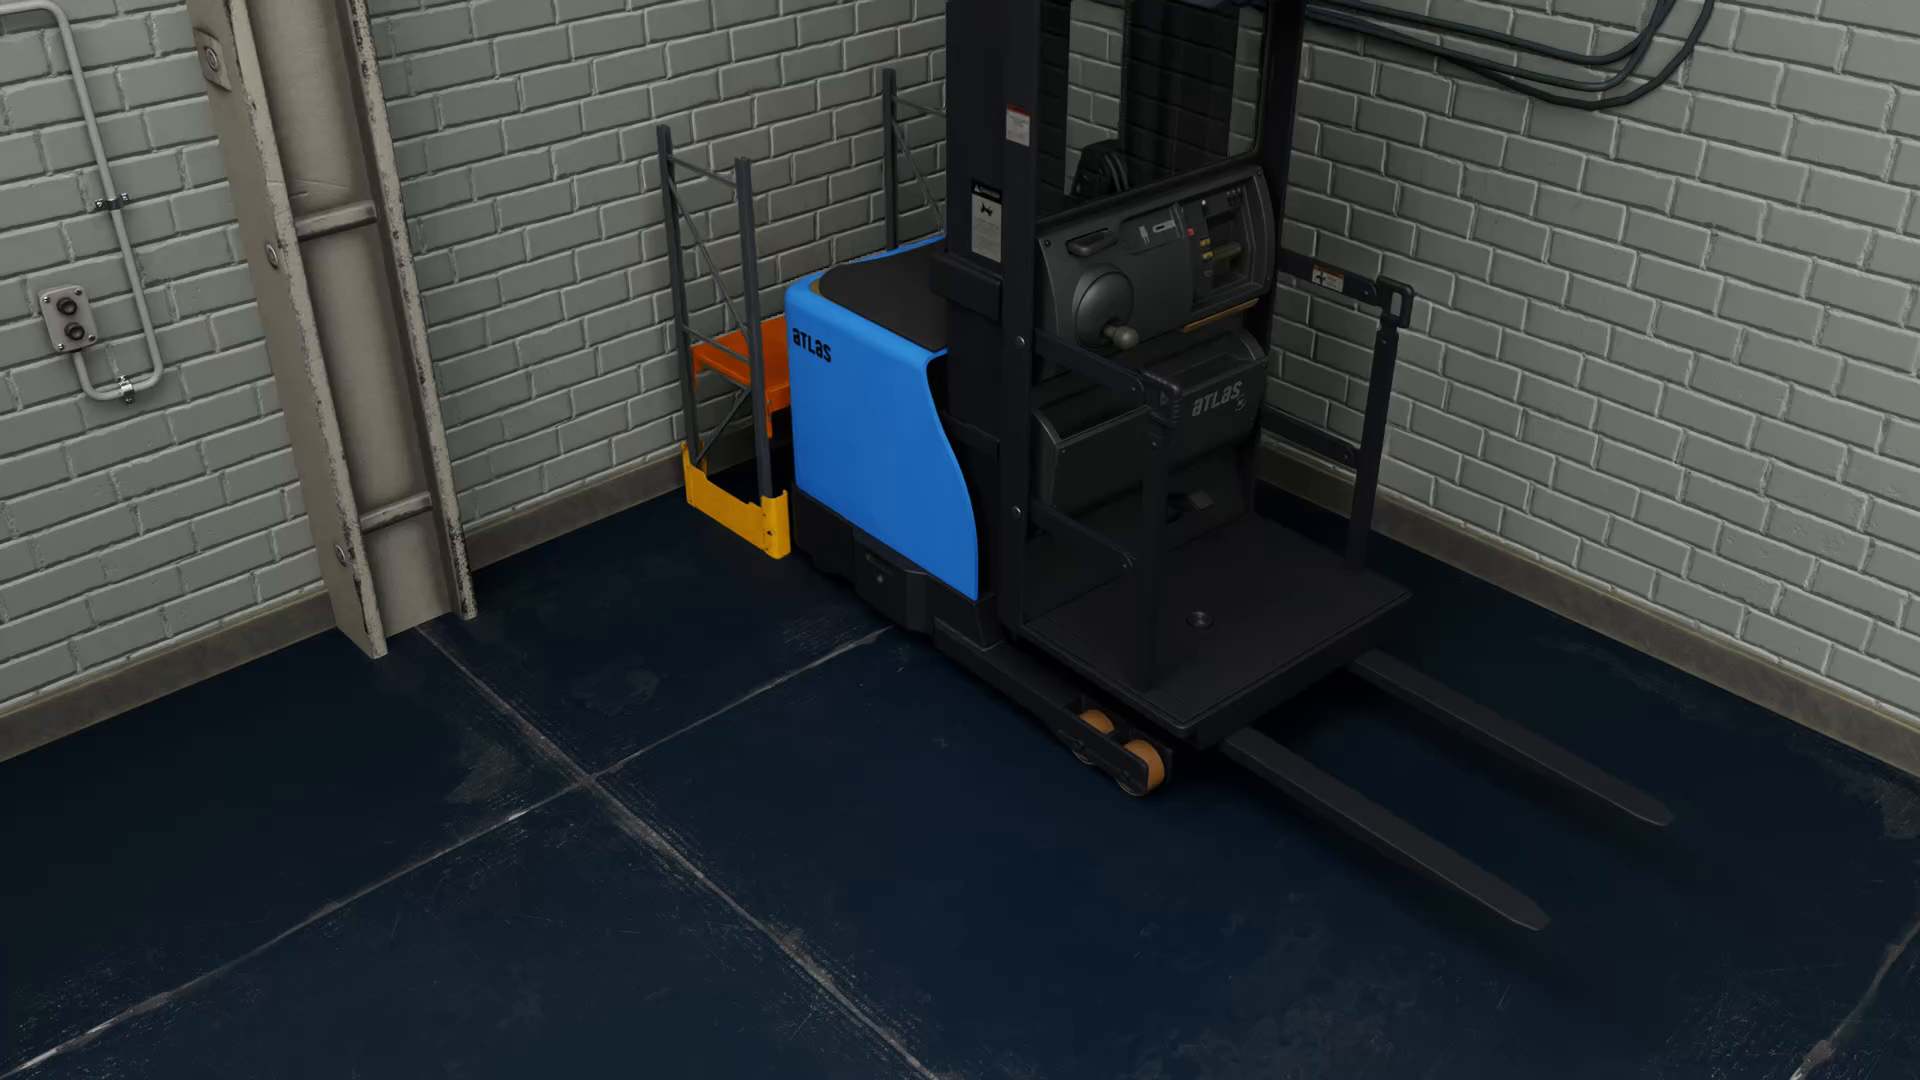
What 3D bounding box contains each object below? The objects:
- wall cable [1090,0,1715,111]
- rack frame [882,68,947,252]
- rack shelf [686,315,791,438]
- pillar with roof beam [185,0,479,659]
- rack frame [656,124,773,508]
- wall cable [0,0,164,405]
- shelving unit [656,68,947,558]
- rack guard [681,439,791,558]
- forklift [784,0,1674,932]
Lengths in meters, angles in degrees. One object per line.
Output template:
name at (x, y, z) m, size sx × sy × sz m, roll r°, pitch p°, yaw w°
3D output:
wall cable at (1.066, -2.822, 5.216) m, size 0.112 × 2.526 × 3.097 m, roll -26°, pitch 40°, yaw -35°
rack frame at (-0.114, -1.048, 6.526) m, size 0.032 × 1.500 × 0.500 m, roll -26°, pitch 40°, yaw -35°
rack shelf at (-0.488, -0.715, 6.326) m, size 1.000 × 0.185 × 0.538 m, roll -26°, pitch 40°, yaw -35°
pillar with roof beam at (0.994, -1.919, 0.763) m, size 0.400 × 9.000 × 9.100 m, roll -26°, pitch 40°, yaw -35°
rack frame at (-0.862, -0.689, 5.939) m, size 0.032 × 1.500 × 0.500 m, roll -26°, pitch 40°, yaw -35°
wall cable at (-3.029, -0.968, 3.983) m, size 1.851 × 1.984 × 0.084 m, roll -26°, pitch 40°, yaw -35°
shelving unit at (-0.481, -0.872, 6.238) m, size 1.083 × 1.500 × 0.587 m, roll -26°, pitch 40°, yaw -35°
rack guard at (-0.848, -0.162, 6.276) m, size 0.087 × 0.250 × 0.587 m, roll -26°, pitch 40°, yaw -35°
forklift at (0.729, -0.783, 4.720) m, size 1.130 × 2.935 × 3.031 m, roll -24°, pitch 39°, yaw -34°
